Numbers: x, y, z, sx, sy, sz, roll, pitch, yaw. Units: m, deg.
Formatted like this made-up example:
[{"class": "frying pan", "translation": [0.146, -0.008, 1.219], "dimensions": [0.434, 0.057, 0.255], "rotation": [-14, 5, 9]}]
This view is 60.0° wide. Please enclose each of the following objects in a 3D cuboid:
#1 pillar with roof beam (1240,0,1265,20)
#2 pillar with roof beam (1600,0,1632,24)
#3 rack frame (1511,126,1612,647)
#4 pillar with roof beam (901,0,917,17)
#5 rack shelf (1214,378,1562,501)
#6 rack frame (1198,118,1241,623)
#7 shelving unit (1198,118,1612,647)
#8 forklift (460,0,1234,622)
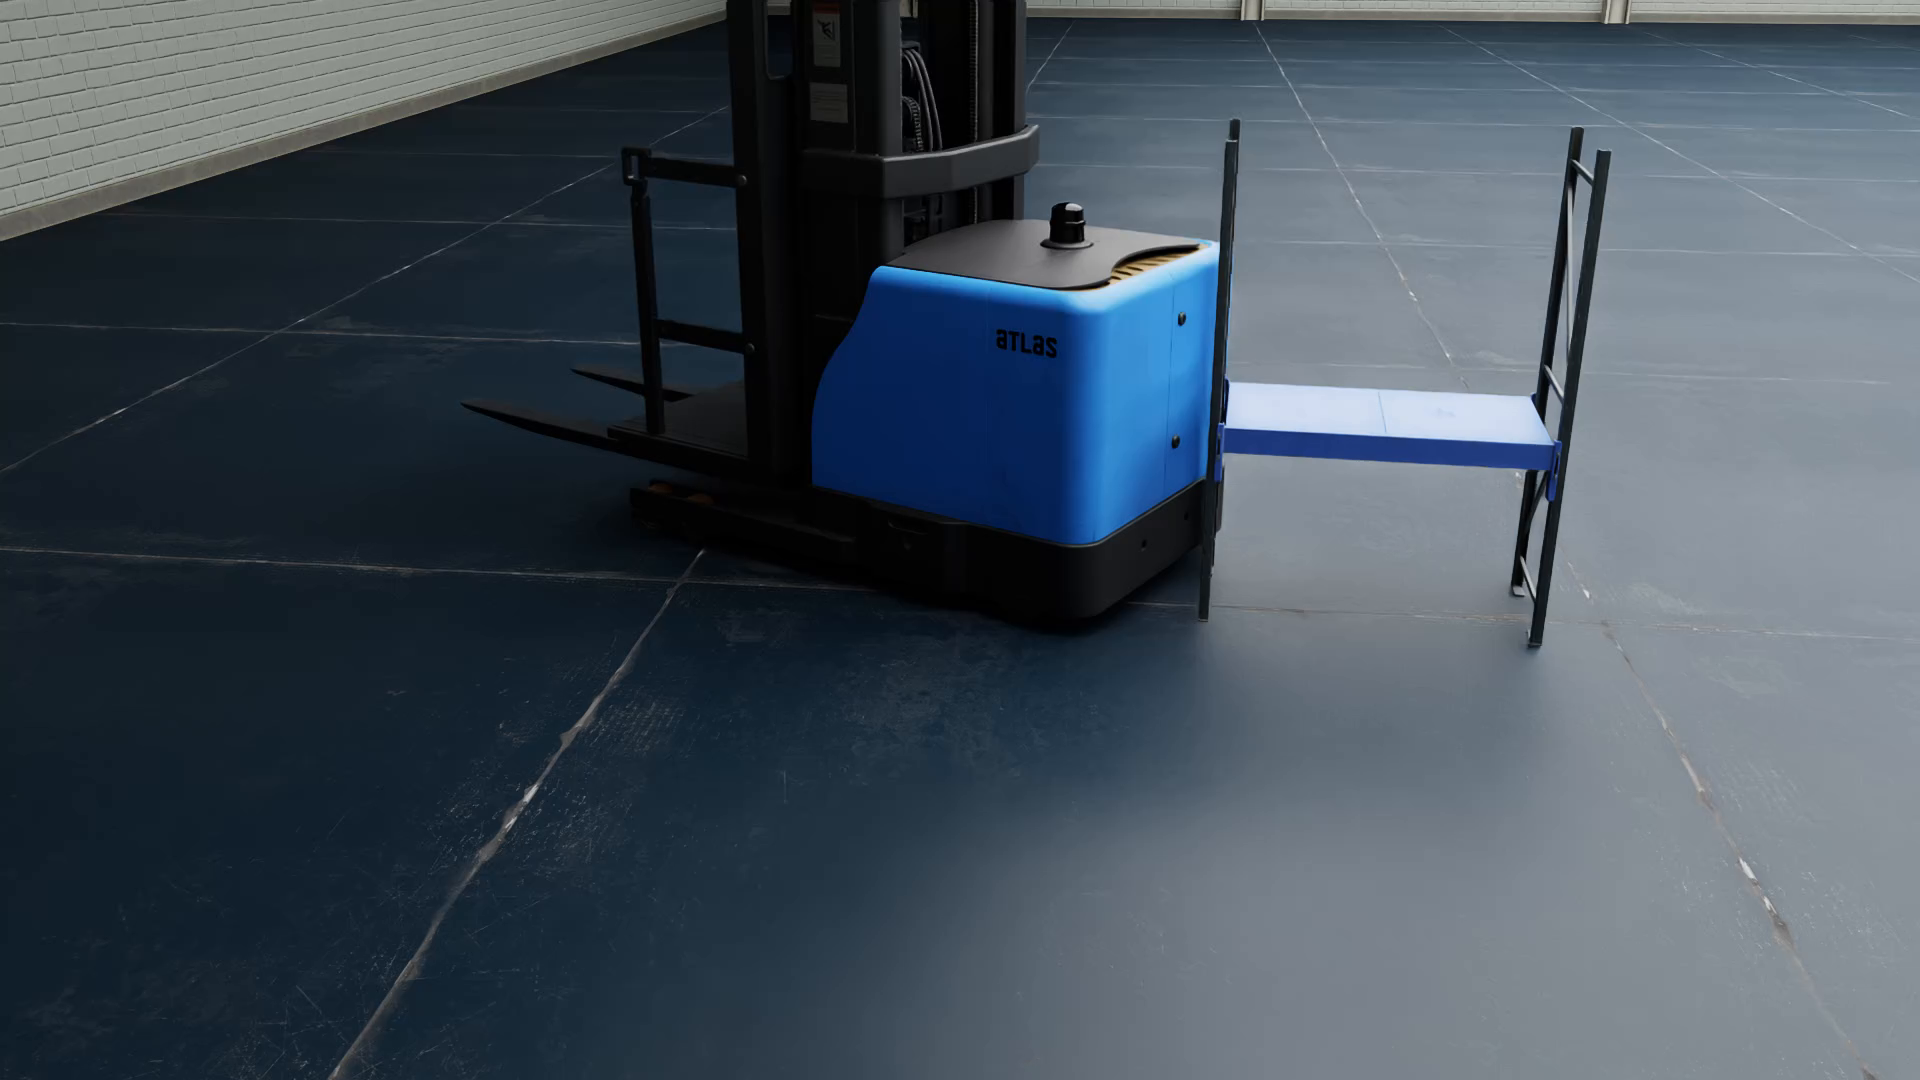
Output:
[{"class": "pillar with roof beam", "translation": [4.499, -11.539, 22.888], "dimensions": [0.400, 9.000, 9.100], "rotation": [2, 22, 6]}, {"class": "pillar with roof beam", "translation": [10.457, -11.280, 22.232], "dimensions": [0.400, 9.000, 9.100], "rotation": [2, 22, 6]}, {"class": "rack frame", "translation": [1.815, -0.460, 5.063], "dimensions": [0.032, 1.500, 0.500], "rotation": [4, 22, 9]}, {"class": "pillar with roof beam", "translation": [-1.459, -11.799, 23.545], "dimensions": [0.400, 9.000, 9.100], "rotation": [2, 22, 6]}, {"class": "rack shelf", "translation": [1.315, -0.325, 5.212], "dimensions": [1.000, 0.185, 0.538], "rotation": [4, 22, 9]}, {"class": "rack frame", "translation": [0.815, -0.526, 5.229], "dimensions": [0.032, 1.500, 0.500], "rotation": [4, 22, 9]}, {"class": "shelving unit", "translation": [1.315, -0.493, 5.146], "dimensions": [1.048, 1.500, 0.538], "rotation": [4, 22, 9]}, {"class": "forklift", "translation": [-0.587, -1.507, 5.766], "dimensions": [3.031, 2.935, 1.130], "rotation": [14, 25, 31]}]
